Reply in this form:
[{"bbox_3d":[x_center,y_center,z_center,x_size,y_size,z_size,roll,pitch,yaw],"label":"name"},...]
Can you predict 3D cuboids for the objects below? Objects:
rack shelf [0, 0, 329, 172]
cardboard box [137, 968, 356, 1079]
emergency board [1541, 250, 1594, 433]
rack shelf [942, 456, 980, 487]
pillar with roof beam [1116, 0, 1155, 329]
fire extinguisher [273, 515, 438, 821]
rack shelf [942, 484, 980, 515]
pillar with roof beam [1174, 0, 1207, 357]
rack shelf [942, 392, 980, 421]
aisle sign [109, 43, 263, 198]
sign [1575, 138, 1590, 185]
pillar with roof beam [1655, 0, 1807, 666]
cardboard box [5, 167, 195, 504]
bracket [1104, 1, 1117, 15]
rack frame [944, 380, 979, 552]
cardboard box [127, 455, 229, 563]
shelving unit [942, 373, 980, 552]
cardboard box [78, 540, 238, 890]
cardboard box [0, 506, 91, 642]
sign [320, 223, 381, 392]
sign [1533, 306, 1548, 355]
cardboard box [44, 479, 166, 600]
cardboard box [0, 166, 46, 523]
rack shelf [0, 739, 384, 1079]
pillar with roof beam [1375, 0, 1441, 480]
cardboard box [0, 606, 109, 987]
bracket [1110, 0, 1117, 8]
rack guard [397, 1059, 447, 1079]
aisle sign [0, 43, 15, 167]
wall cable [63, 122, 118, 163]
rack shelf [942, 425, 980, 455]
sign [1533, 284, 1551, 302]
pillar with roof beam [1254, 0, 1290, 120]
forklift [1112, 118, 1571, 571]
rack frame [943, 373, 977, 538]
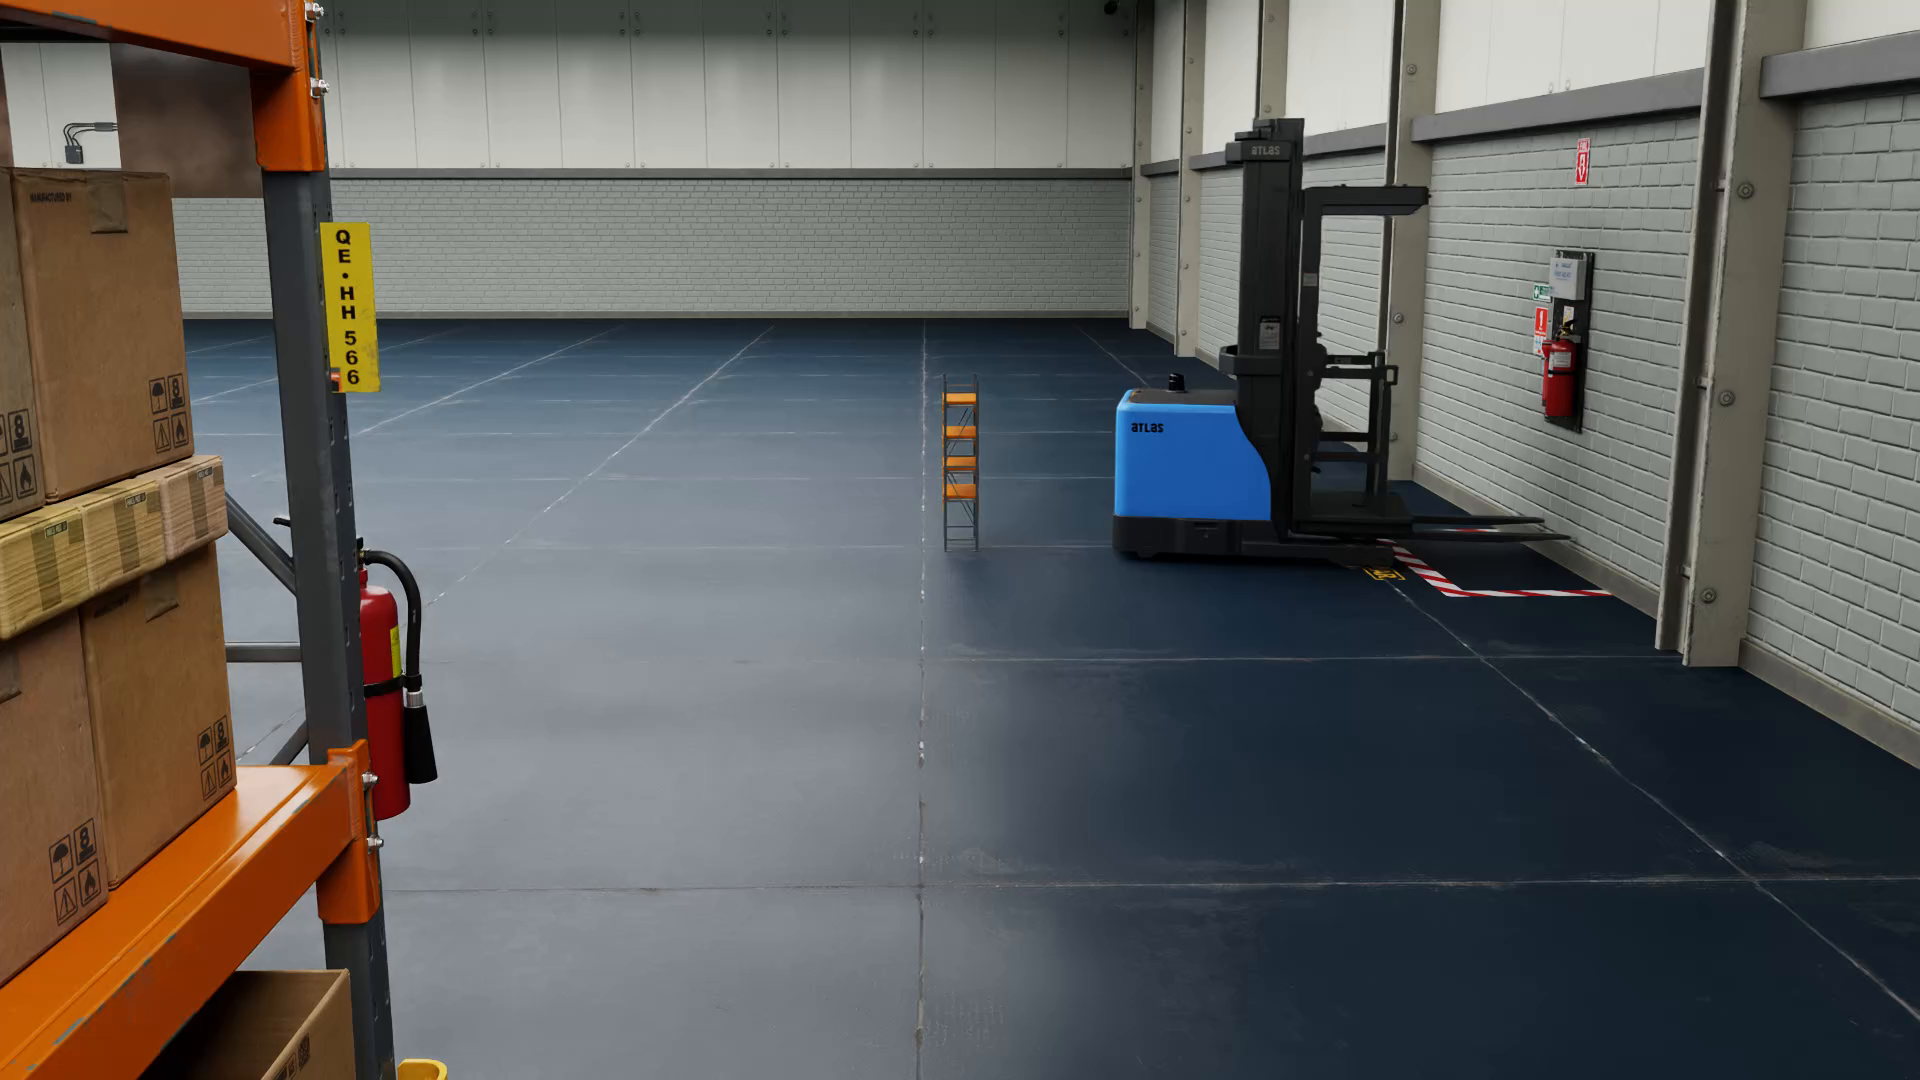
[{"bbox_3d":[-1.683,-0.485,1.171,1.077,0.370,4.000,0,11,-1],"label":"rack shelf"},{"bbox_3d":[-1.416,1.114,2.995,0.500,0.500,0.500,0,11,-1],"label":"cardboard box"},{"bbox_3d":[3.970,-1.335,11.094,0.194,1.169,0.643,0,11,-1],"label":"emergency board"},{"bbox_3d":[0.003,-0.489,11.791,0.258,0.148,0.480,0,11,-1],"label":"rack shelf"},{"bbox_3d":[-0.817,-8.537,31.504,9.100,9.000,0.548,0,11,-1],"label":"pillar with roof beam"},{"bbox_3d":[-1.263,0.247,3.490,0.296,0.674,0.183,0,11,-1],"label":"fire extinguisher"},{"bbox_3d":[0.003,-0.295,11.830,0.258,0.148,0.480,0,11,-1],"label":"rack shelf"},{"bbox_3d":[-0.693,-7.344,25.625,9.100,9.000,0.400,0,11,-1],"label":"pillar with roof beam"},{"bbox_3d":[0.003,-0.940,11.699,0.258,0.148,0.480,0,11,-1],"label":"rack shelf"},{"bbox_3d":[-1.432,-1.053,3.169,0.394,0.787,0.004,0,11,-1],"label":"aisle sign"},{"bbox_3d":[4.070,-2.473,10.873,0.001,0.298,0.199,0,11,-1],"label":"sign"},{"bbox_3d":[-0.321,-3.766,7.988,9.100,9.000,0.400,0,11,-1],"label":"pillar with roof beam"},{"bbox_3d":[-1.727,-0.347,2.709,0.700,0.500,0.500,0,11,-1],"label":"cardboard box"},{"bbox_3d":[3.075,-10.870,33.955,0.235,0.232,0.430,0,11,-1],"label":"bracket"},{"bbox_3d":[0.008,-0.507,11.539,0.240,1.200,0.015,0,11,-1],"label":"rack frame"},{"bbox_3d":[-1.526,-0.057,2.912,0.380,0.149,0.250,0,11,-2],"label":"cardboard box"},{"bbox_3d":[0.003,-0.555,11.778,0.258,1.200,0.503,0,11,-1],"label":"shelving unit"},{"bbox_3d":[-1.728,0.279,2.889,0.700,0.500,0.500,0,11,-1],"label":"cardboard box"},{"bbox_3d":[-1.514,0.046,2.405,0.380,0.149,0.250,0,11,-2],"label":"cardboard box"},{"bbox_3d":[-1.182,-0.448,3.216,0.100,0.325,0.005,0,11,-1],"label":"sign"},{"bbox_3d":[4.062,-1.463,11.634,0.001,0.329,0.234,0,11,-1],"label":"sign"},{"bbox_3d":[-1.519,-0.005,2.656,0.380,0.149,0.250,0,11,0],"label":"cardboard box"},{"bbox_3d":[-1.710,-0.242,2.193,0.700,0.500,0.500,-1,11,-3],"label":"cardboard box"},{"bbox_3d":[-1.683,0.985,1.469,1.077,0.370,4.000,0,11,-1],"label":"rack shelf"},{"bbox_3d":[-0.445,-4.958,13.867,9.100,9.000,0.400,0,11,-1],"label":"pillar with roof beam"},{"bbox_3d":[-1.712,0.383,2.375,0.700,0.500,0.500,0,11,0],"label":"cardboard box"},{"bbox_3d":[3.087,-10.753,33.376,0.076,0.066,3.189,0,11,-1],"label":"bracket"},{"bbox_3d":[-1.725,1.455,3.629,1.175,0.500,0.348,0,11,-1],"label":"rack guard"},{"bbox_3d":[-2.032,-1.051,3.157,0.394,0.787,0.004,0,11,-1],"label":"aisle sign"},{"bbox_3d":[-17.253,-10.718,33.705,2.305,6.003,0.169,0,11,-1],"label":"wall cable"},{"bbox_3d":[0.003,-0.708,11.747,0.258,0.148,0.480,0,11,-1],"label":"rack shelf"},{"bbox_3d":[4.053,-1.721,11.577,0.001,0.109,0.331,0,11,-1],"label":"sign"},{"bbox_3d":[-0.569,-6.151,19.746,9.100,9.000,0.400,0,11,-1],"label":"pillar with roof beam"},{"bbox_3d":[2.608,-1.347,11.325,3.031,2.935,1.130,2,12,9],"label":"forklift"},{"bbox_3d":[-0.002,-0.604,12.017,0.240,1.200,0.015,0,11,-1],"label":"rack frame"}]
